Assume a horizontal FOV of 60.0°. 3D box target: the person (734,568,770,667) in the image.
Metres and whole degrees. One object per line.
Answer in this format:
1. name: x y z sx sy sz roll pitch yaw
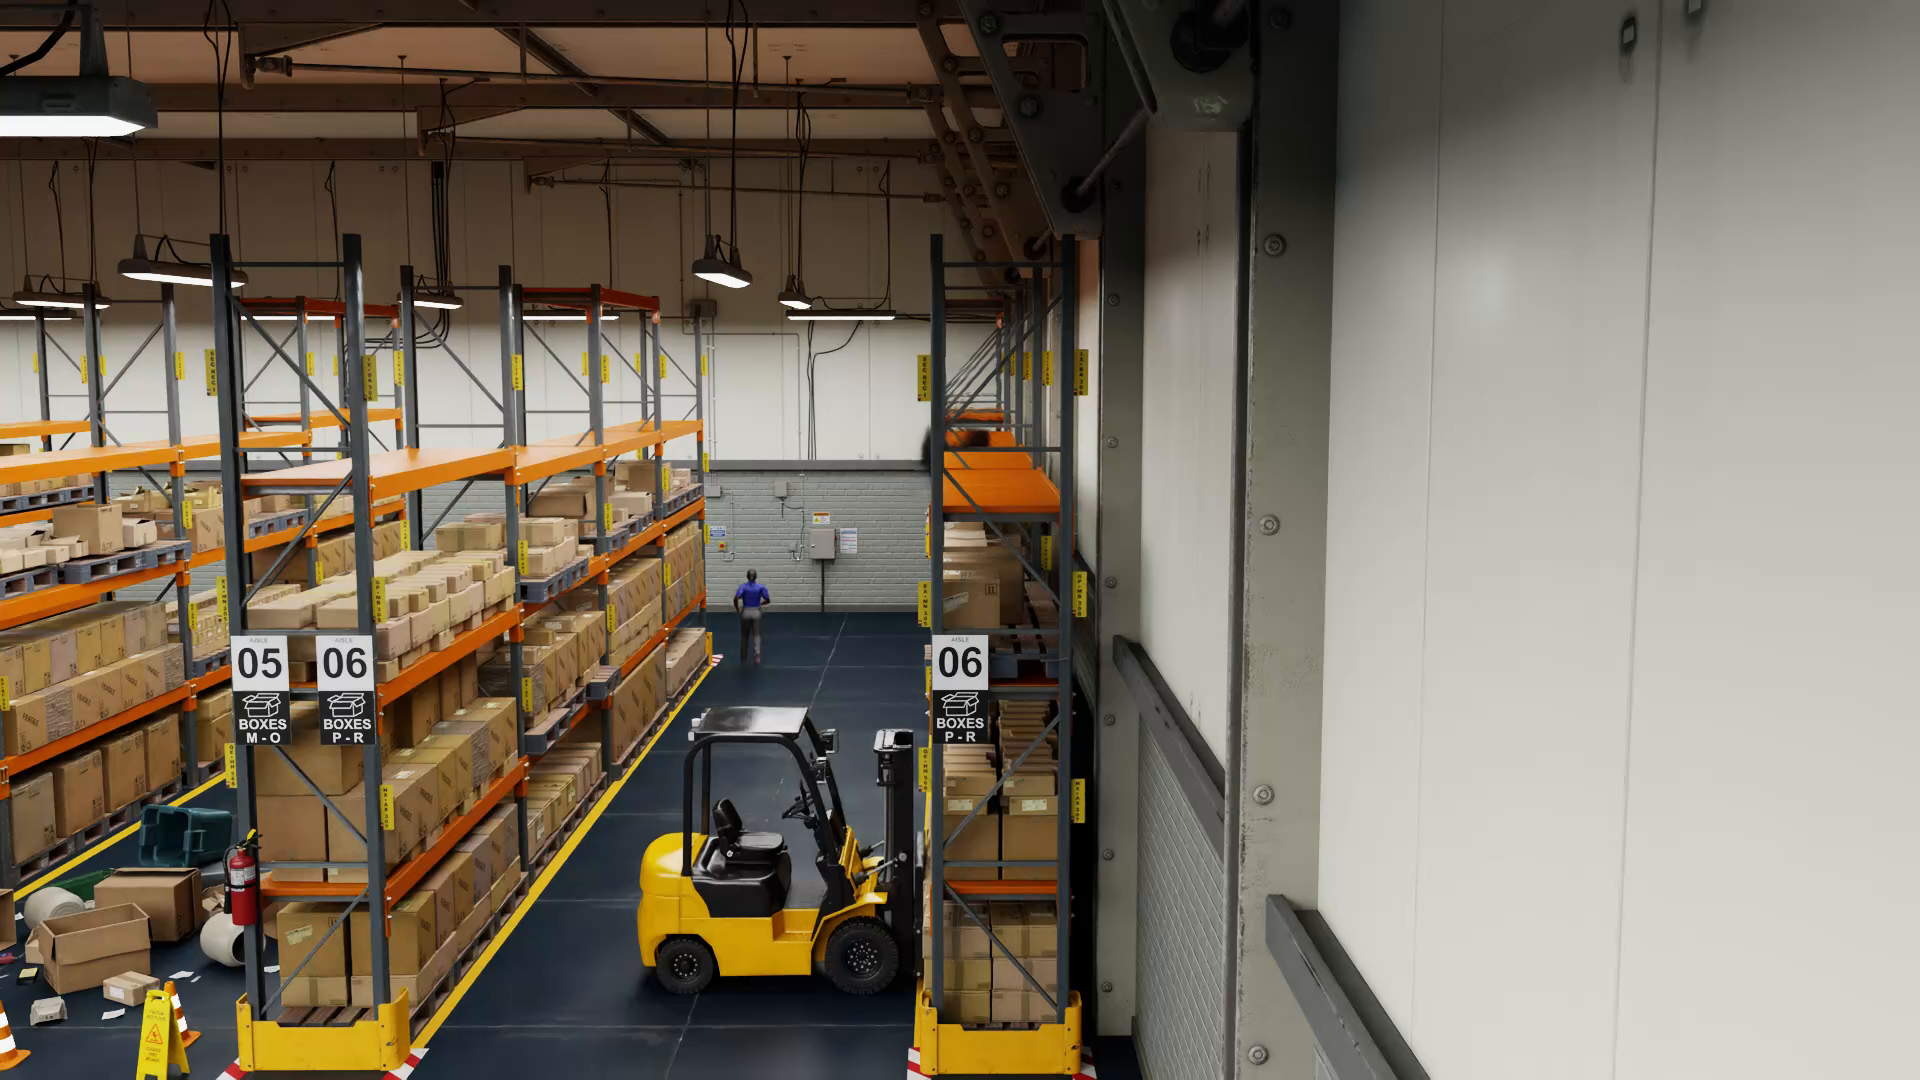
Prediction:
1. person: -3.449 1.289 27.584 0.607 1.640 0.899 -1 6 -9
